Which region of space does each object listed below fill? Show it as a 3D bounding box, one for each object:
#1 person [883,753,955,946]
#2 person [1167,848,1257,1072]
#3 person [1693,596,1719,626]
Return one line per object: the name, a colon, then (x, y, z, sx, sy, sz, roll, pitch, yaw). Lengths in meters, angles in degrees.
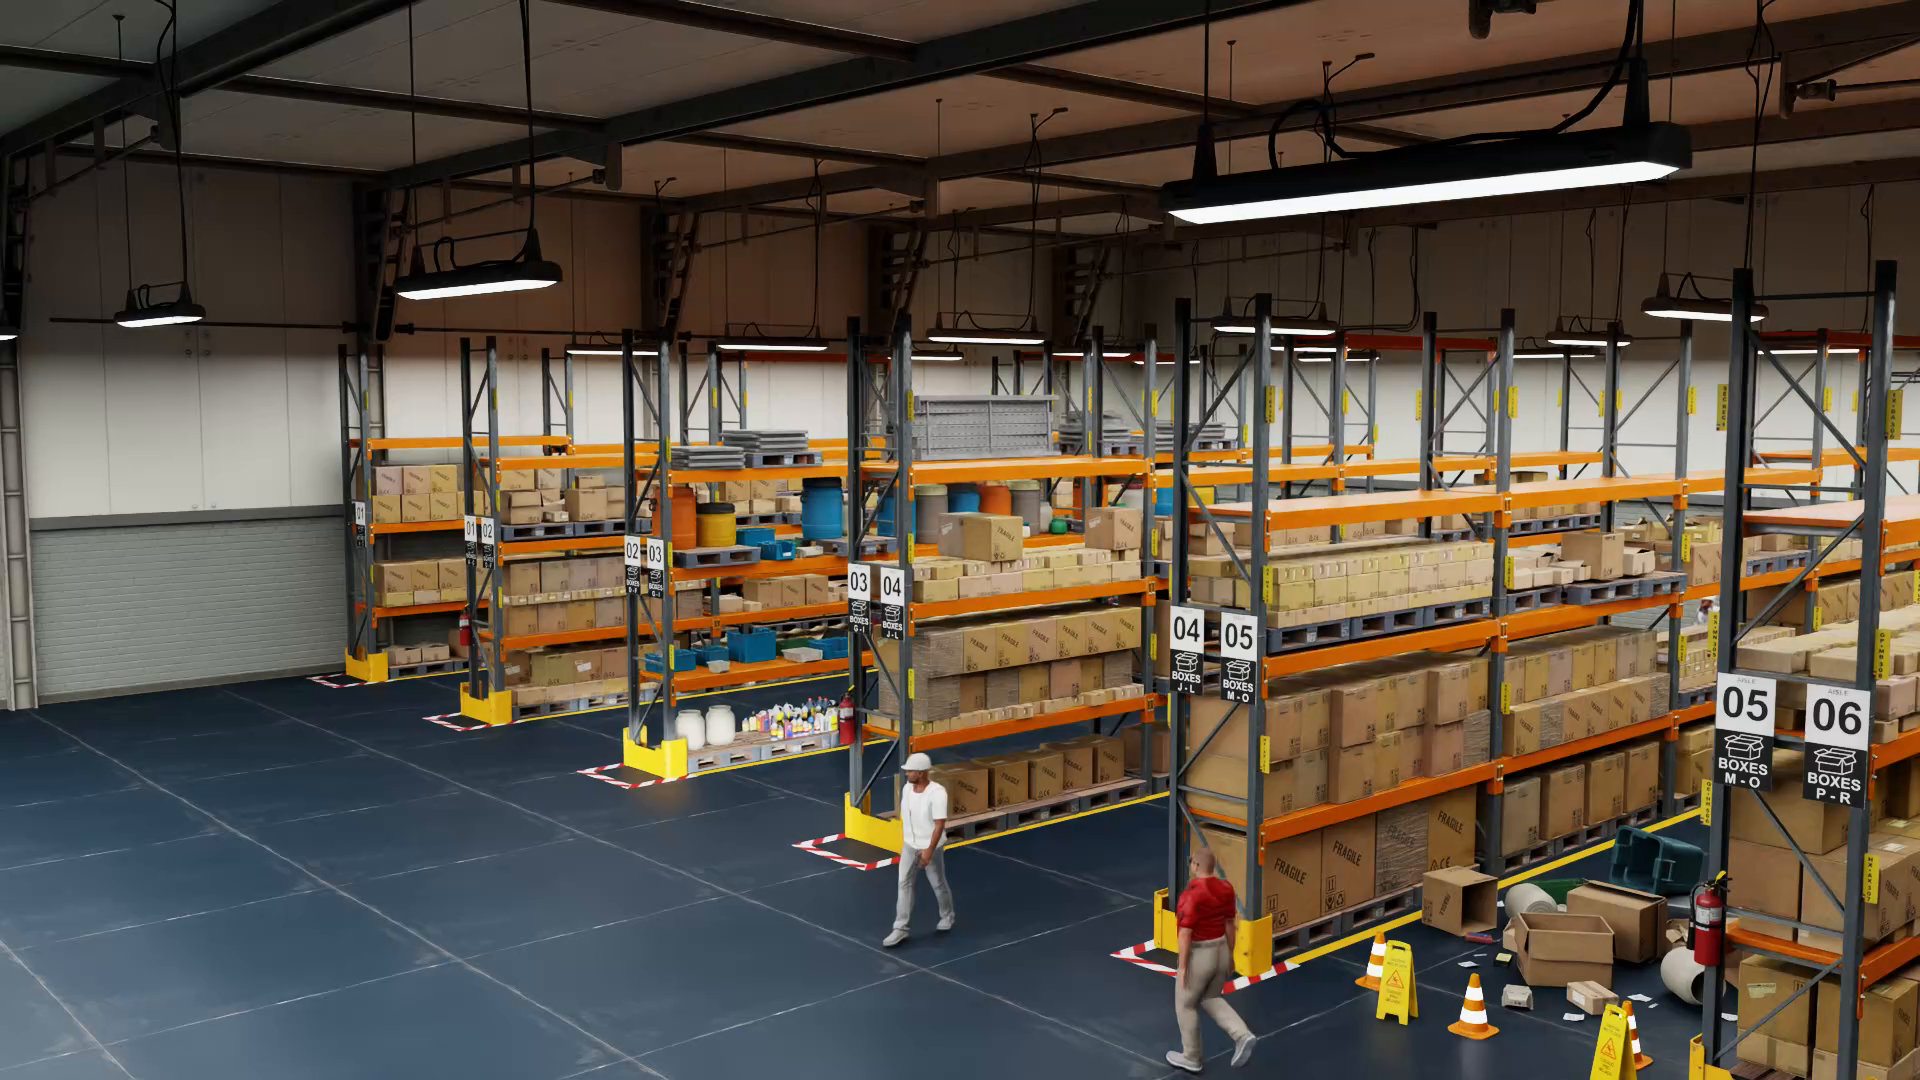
person: (-0.389, 2.879, 15.678, 0.599, 1.741, 0.888, 4, 6, 38)
person: (1.875, 3.170, 12.537, 0.546, 1.705, 0.688, -5, 7, -43)
person: (13.187, 1.723, 29.083, 0.699, 1.681, 0.698, -3, 6, -32)
